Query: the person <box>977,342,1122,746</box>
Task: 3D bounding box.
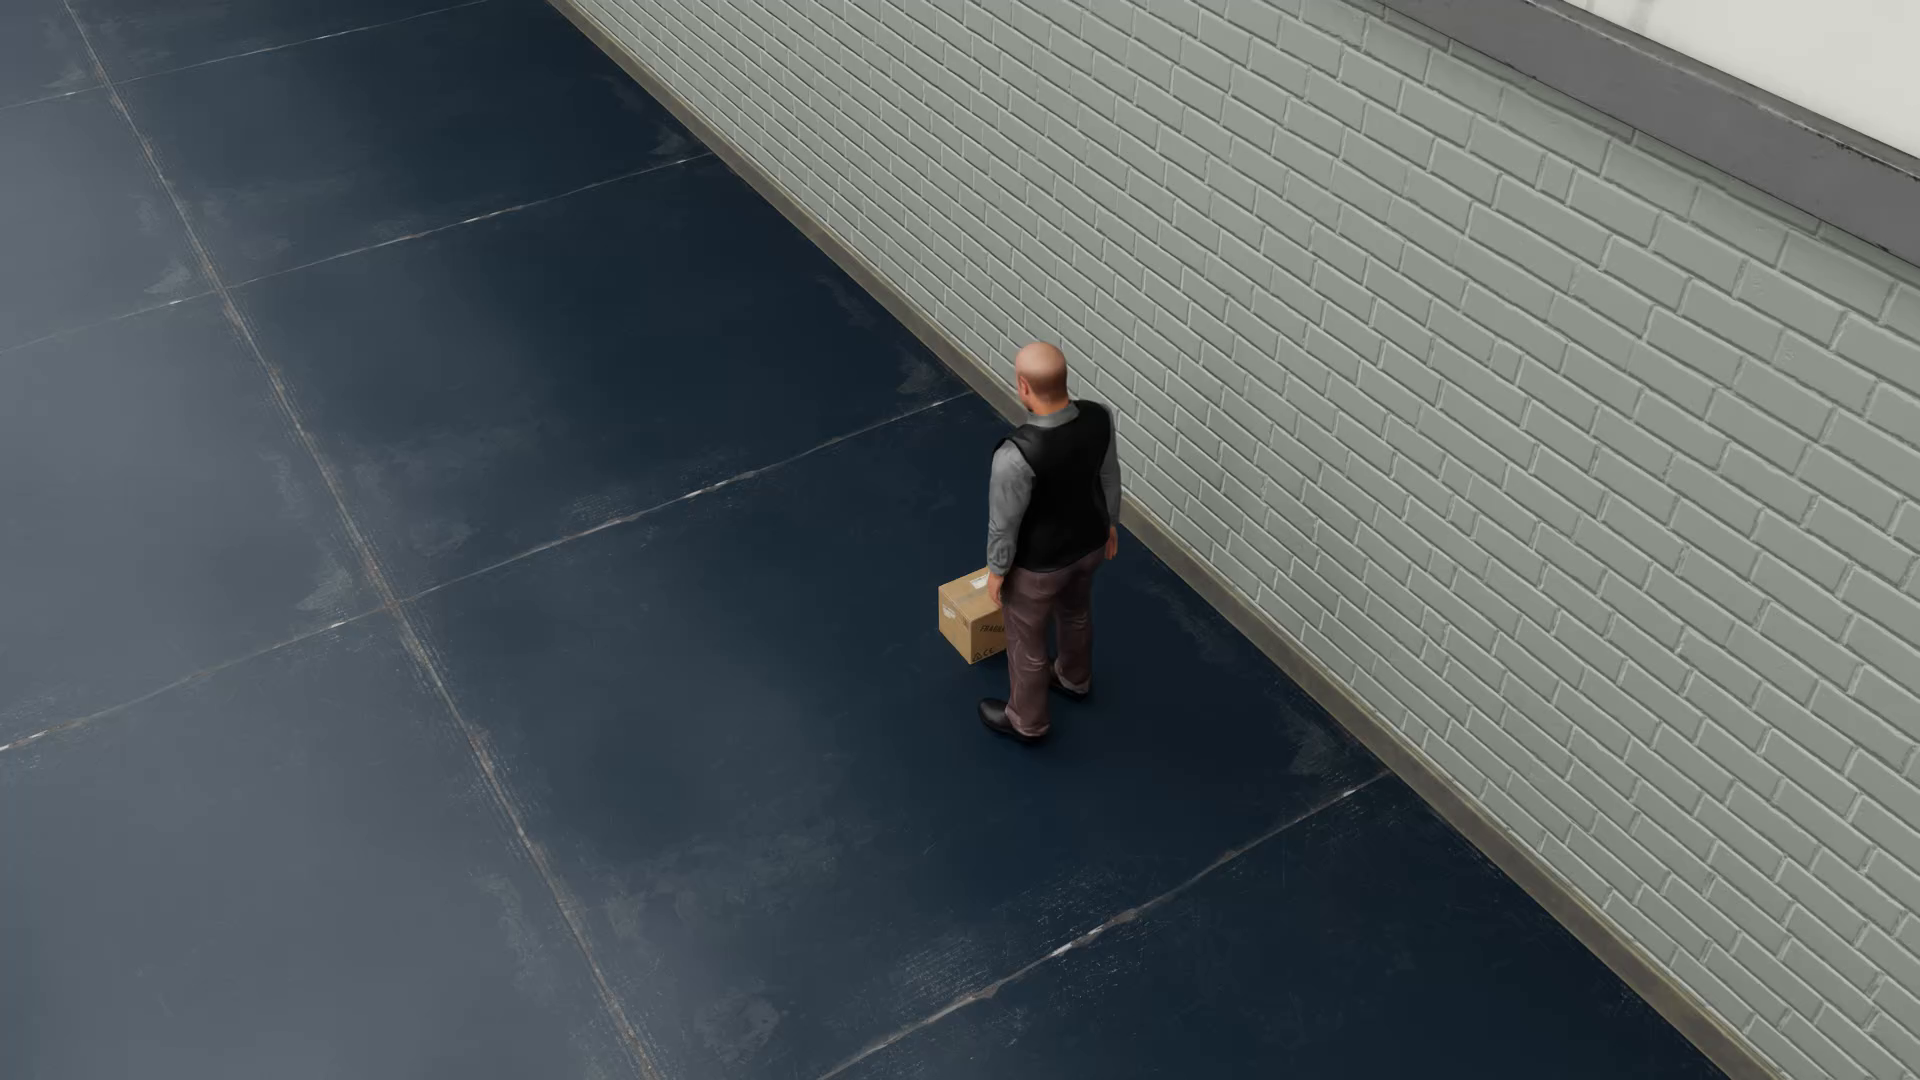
[{"bbox_3d":[0.303,0.027,6.123,0.572,1.705,0.409,-28,48,-28],"label":"person"}]
